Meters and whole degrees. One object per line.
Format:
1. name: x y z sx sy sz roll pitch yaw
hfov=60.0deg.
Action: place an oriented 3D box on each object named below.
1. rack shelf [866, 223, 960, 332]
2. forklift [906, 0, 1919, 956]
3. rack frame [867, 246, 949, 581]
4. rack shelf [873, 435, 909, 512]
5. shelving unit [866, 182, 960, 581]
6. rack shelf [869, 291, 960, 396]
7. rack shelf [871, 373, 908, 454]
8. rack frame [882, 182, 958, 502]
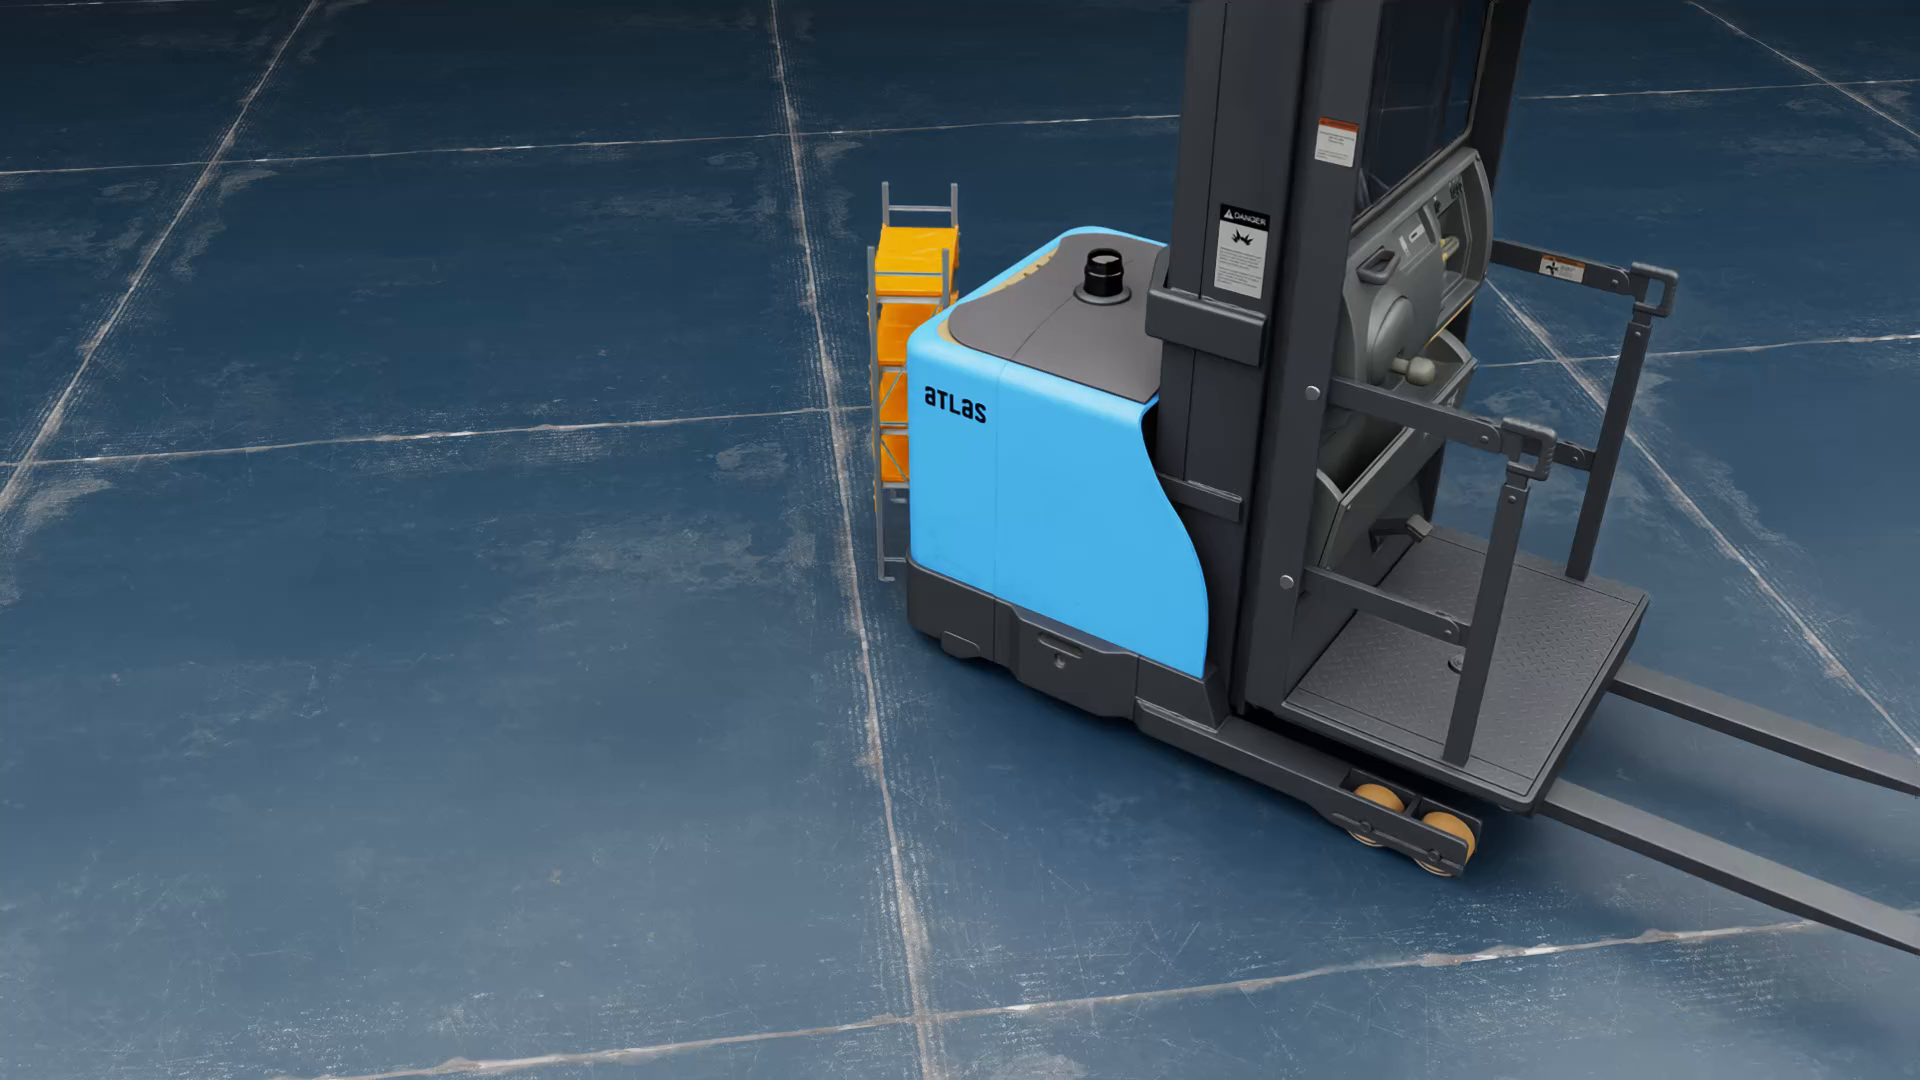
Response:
1. rack shelf: -0.140 -0.822 5.193 0.258 0.148 0.480 2 34 2
2. forklift: 1.335 -0.659 4.115 3.031 2.935 1.130 21 40 28
3. rack frame: -0.152 -0.360 5.213 0.240 1.200 0.015 2 34 2
4. rack shelf: -0.140 -0.278 5.564 0.258 0.148 0.480 2 34 2
5. shelving unit: -0.140 -0.498 5.415 0.258 1.200 0.503 2 34 2
6. rack shelf: -0.140 -0.627 5.327 0.258 0.148 0.480 2 34 2
7. rack shelf: -0.140 -0.442 5.453 0.258 0.148 0.480 2 34 2
8. rack frame: -0.128 -0.635 5.616 0.240 1.200 0.015 2 34 2
